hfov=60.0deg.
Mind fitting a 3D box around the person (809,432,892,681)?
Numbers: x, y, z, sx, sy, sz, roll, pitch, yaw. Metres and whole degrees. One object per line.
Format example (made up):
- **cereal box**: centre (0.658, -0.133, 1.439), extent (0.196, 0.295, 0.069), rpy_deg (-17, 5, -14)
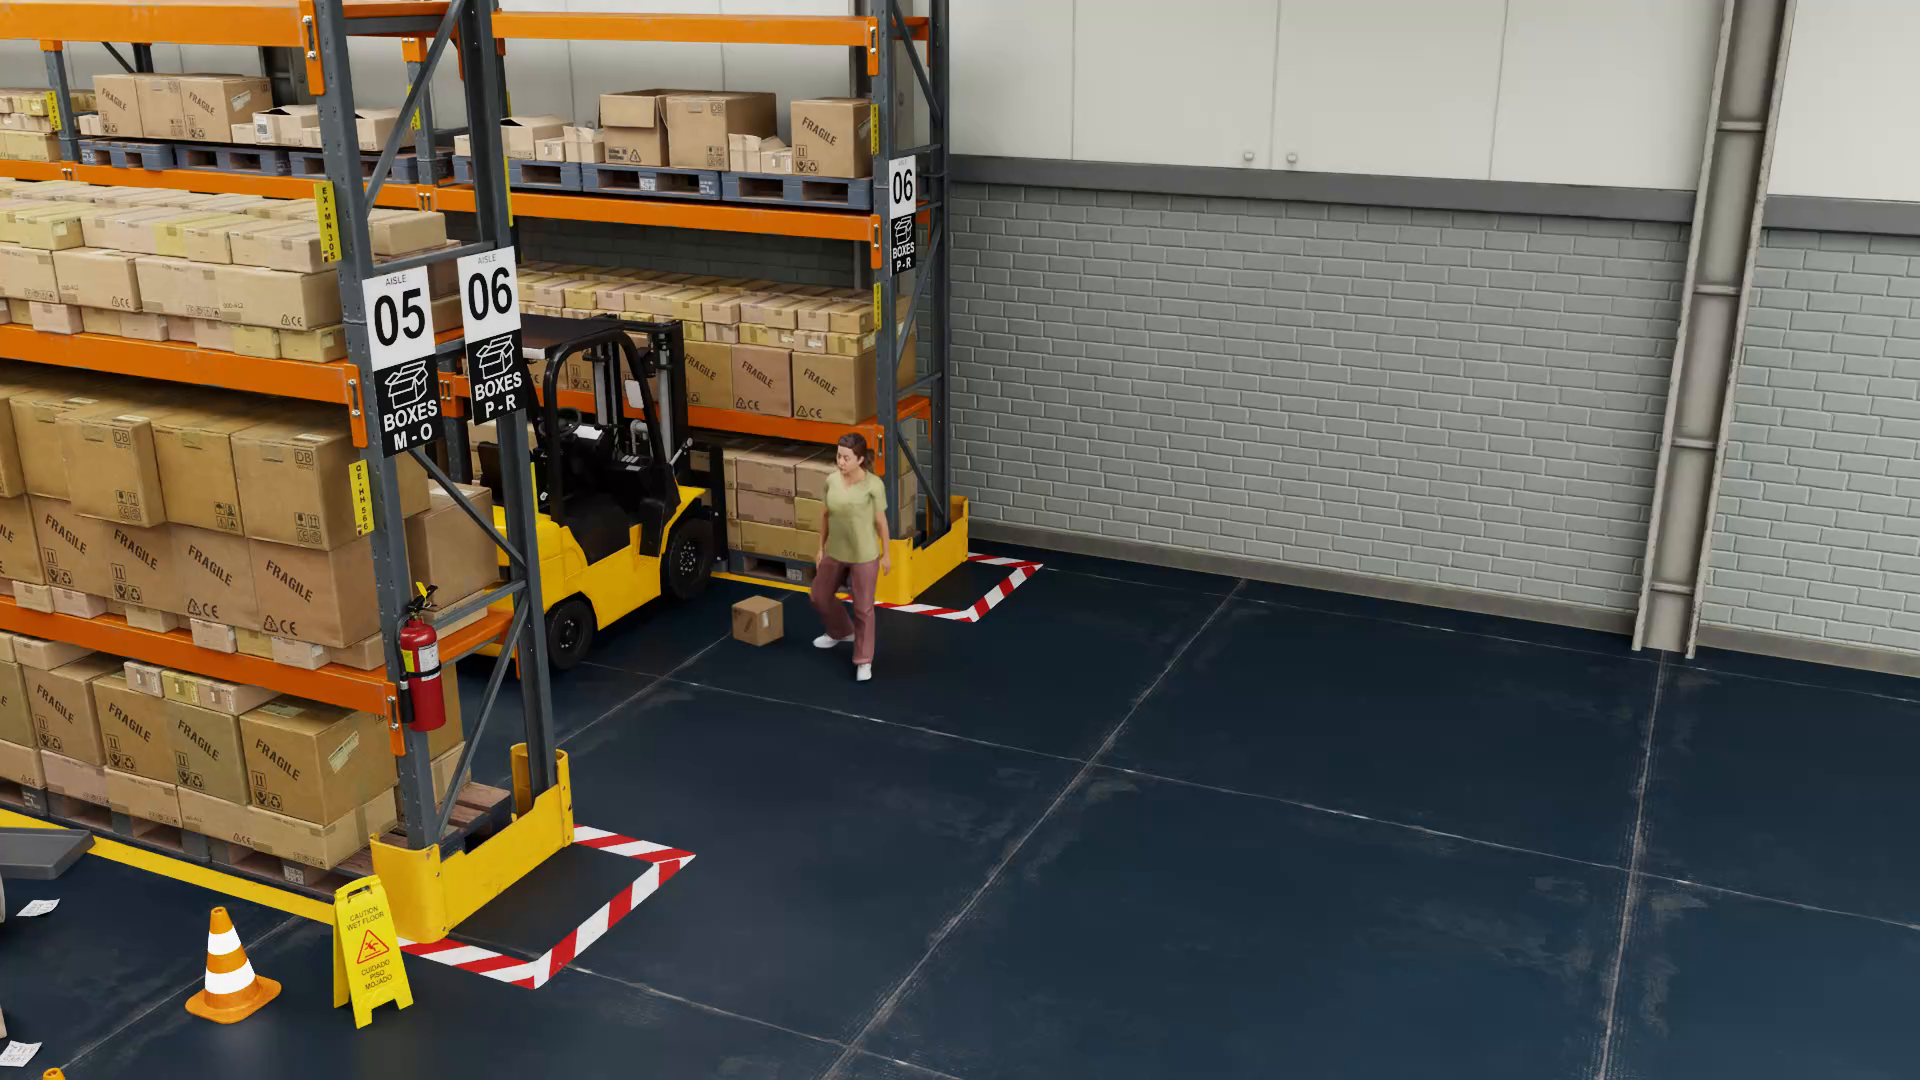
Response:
- **person**: centre (-0.749, 0.068, 10.853), extent (0.640, 1.665, 0.485), rpy_deg (9, 21, 24)
